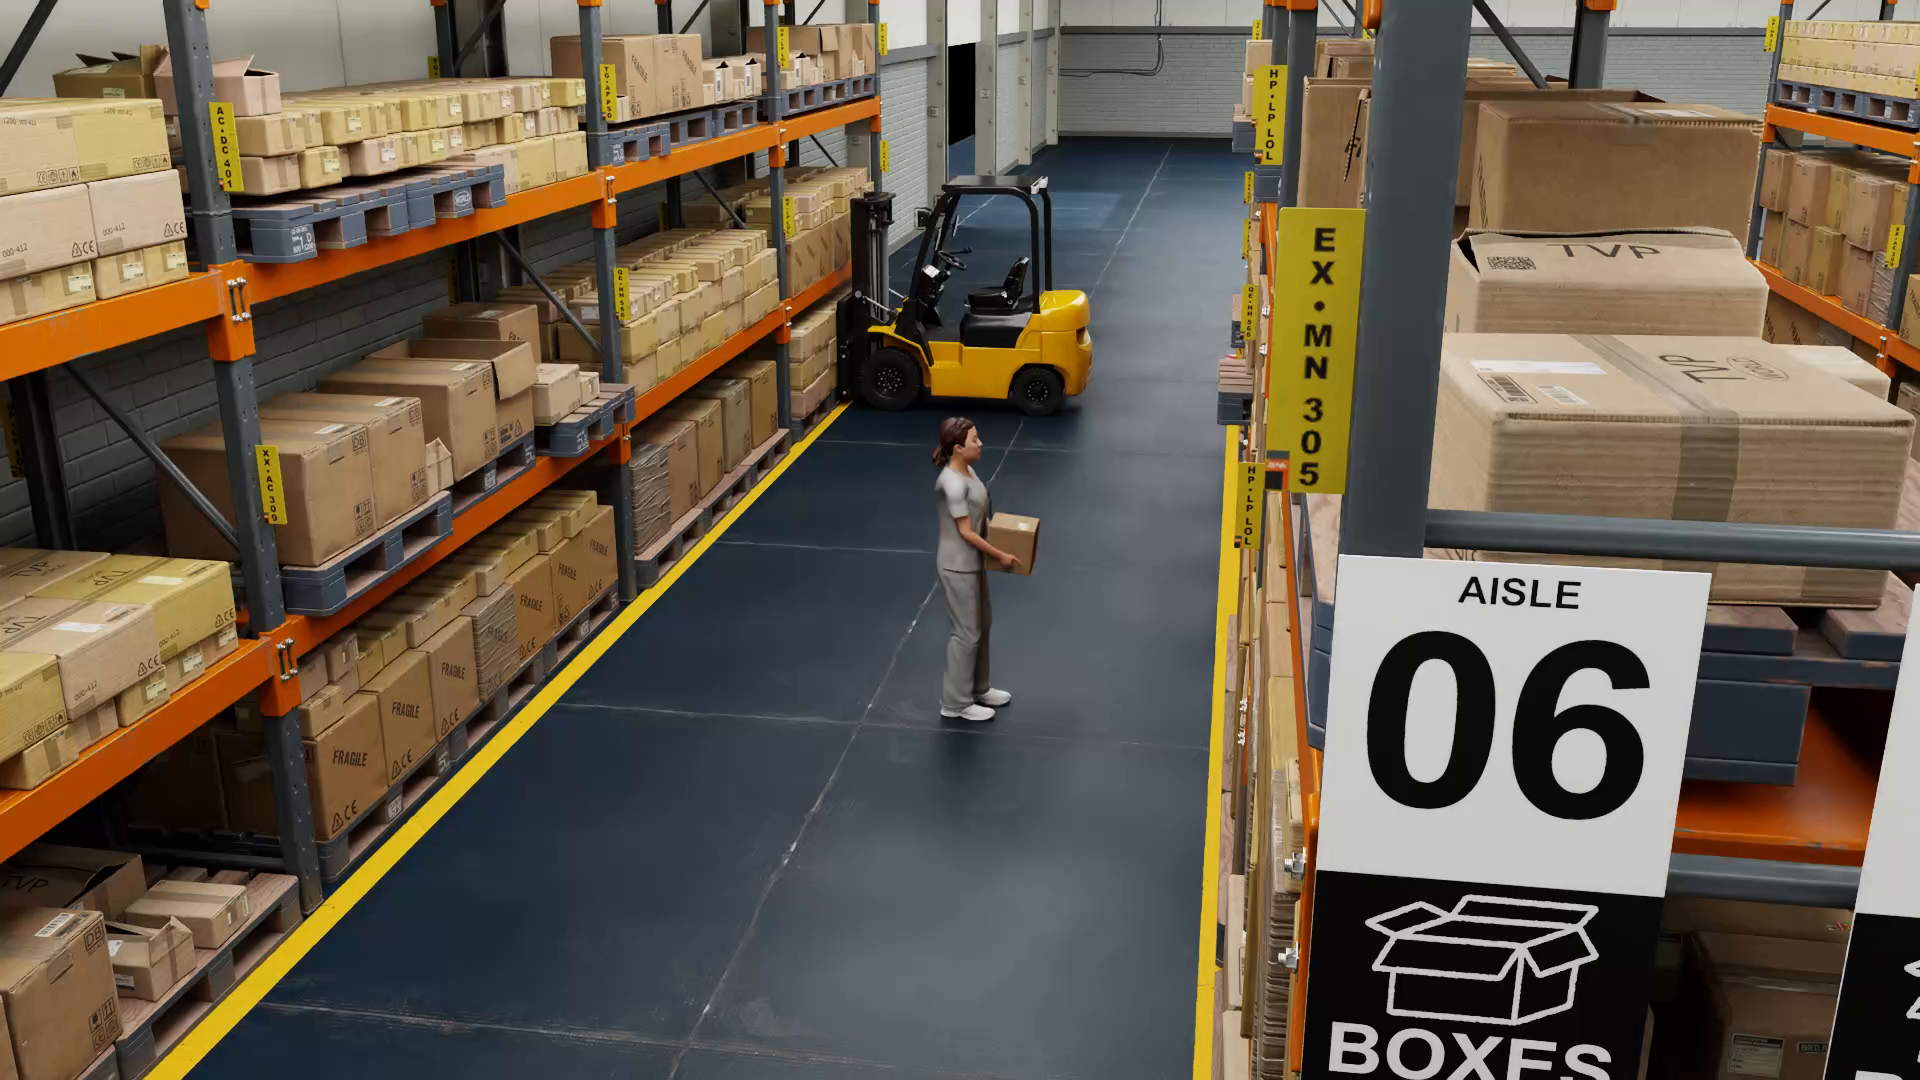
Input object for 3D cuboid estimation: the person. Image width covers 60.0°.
[{"bbox_3d":[0.091,0.148,9.099,0.525,1.673,0.457,3,18,8],"label":"person"}]
